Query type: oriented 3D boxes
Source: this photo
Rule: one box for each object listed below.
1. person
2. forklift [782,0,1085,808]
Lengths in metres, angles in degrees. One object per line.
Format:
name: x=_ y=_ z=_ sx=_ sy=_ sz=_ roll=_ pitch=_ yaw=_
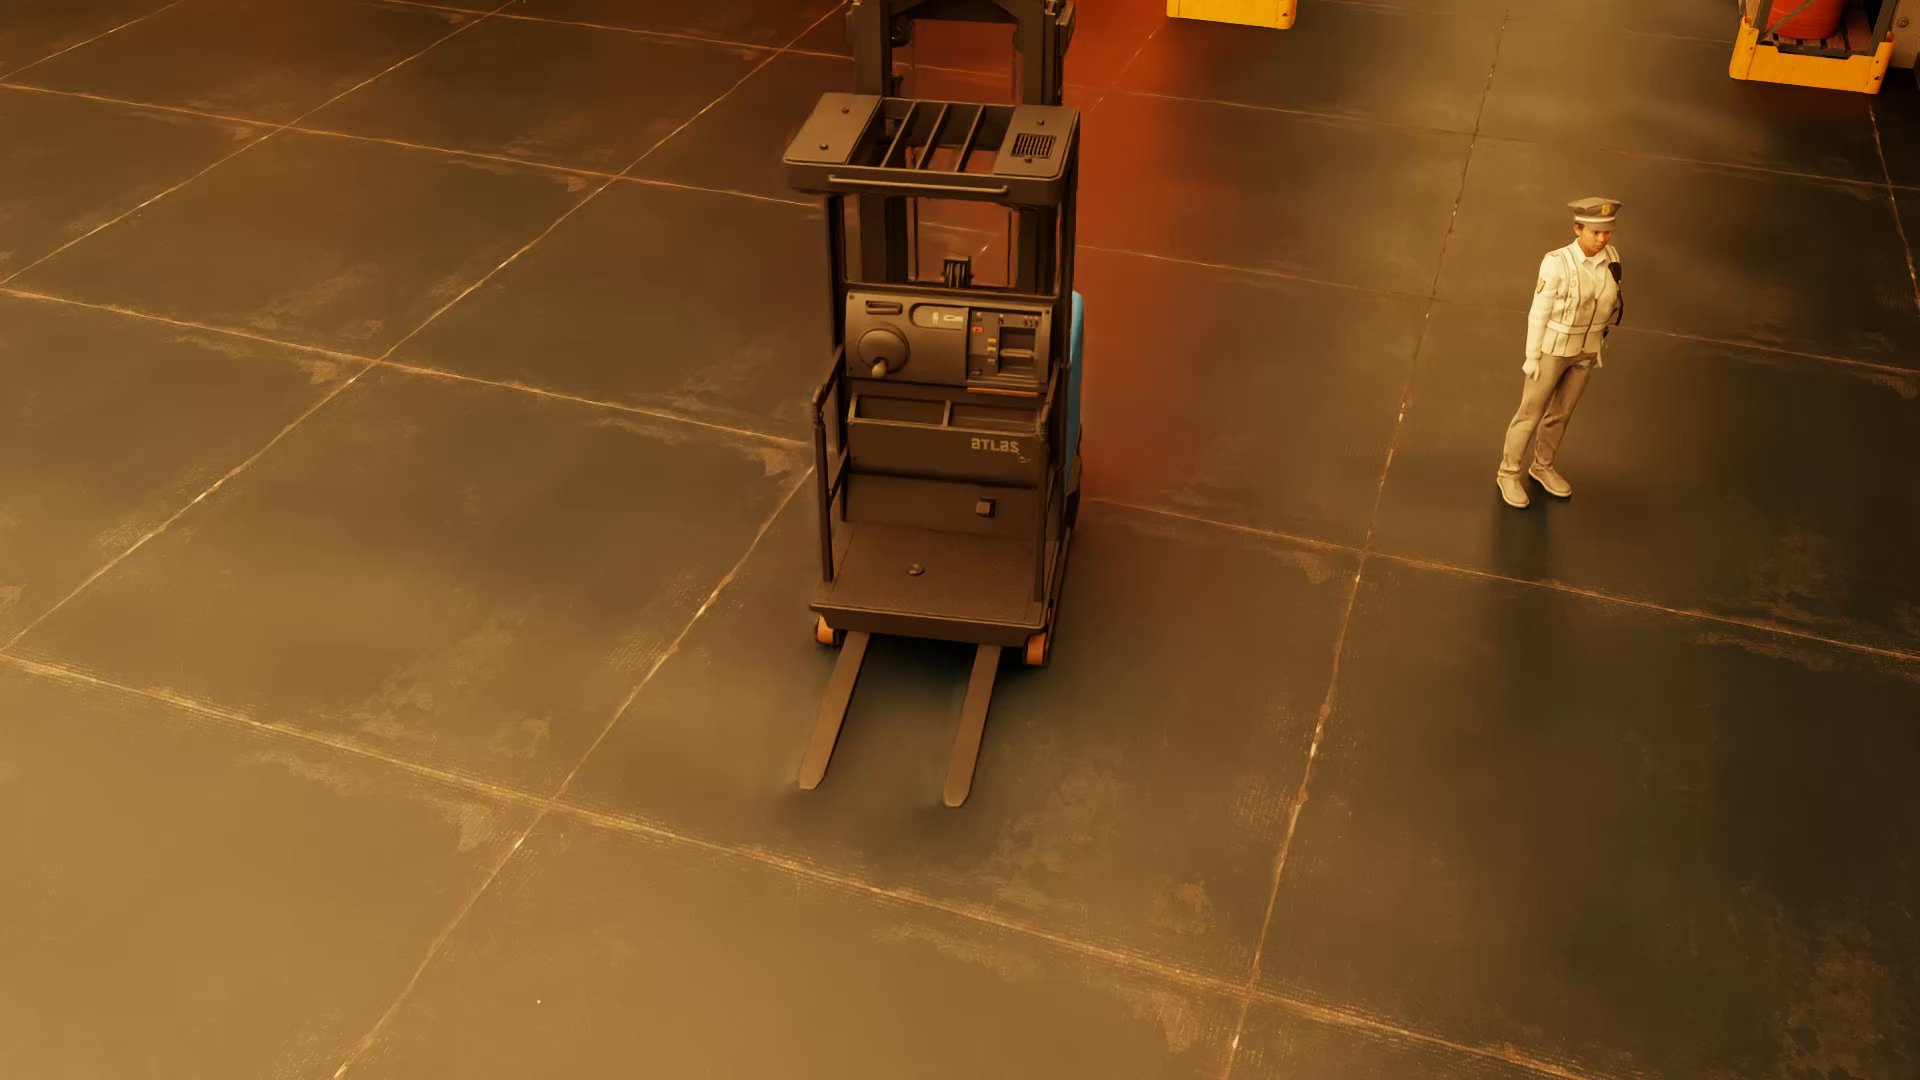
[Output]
person: x=3.119 y=-0.973 z=8.559 sx=0.464 sy=1.692 sz=0.337 roll=-11 pitch=37 yaw=-15
forklift: x=-0.086 y=-0.828 z=7.279 sx=1.130 sy=2.935 sz=3.031 roll=5 pitch=36 yaw=8
